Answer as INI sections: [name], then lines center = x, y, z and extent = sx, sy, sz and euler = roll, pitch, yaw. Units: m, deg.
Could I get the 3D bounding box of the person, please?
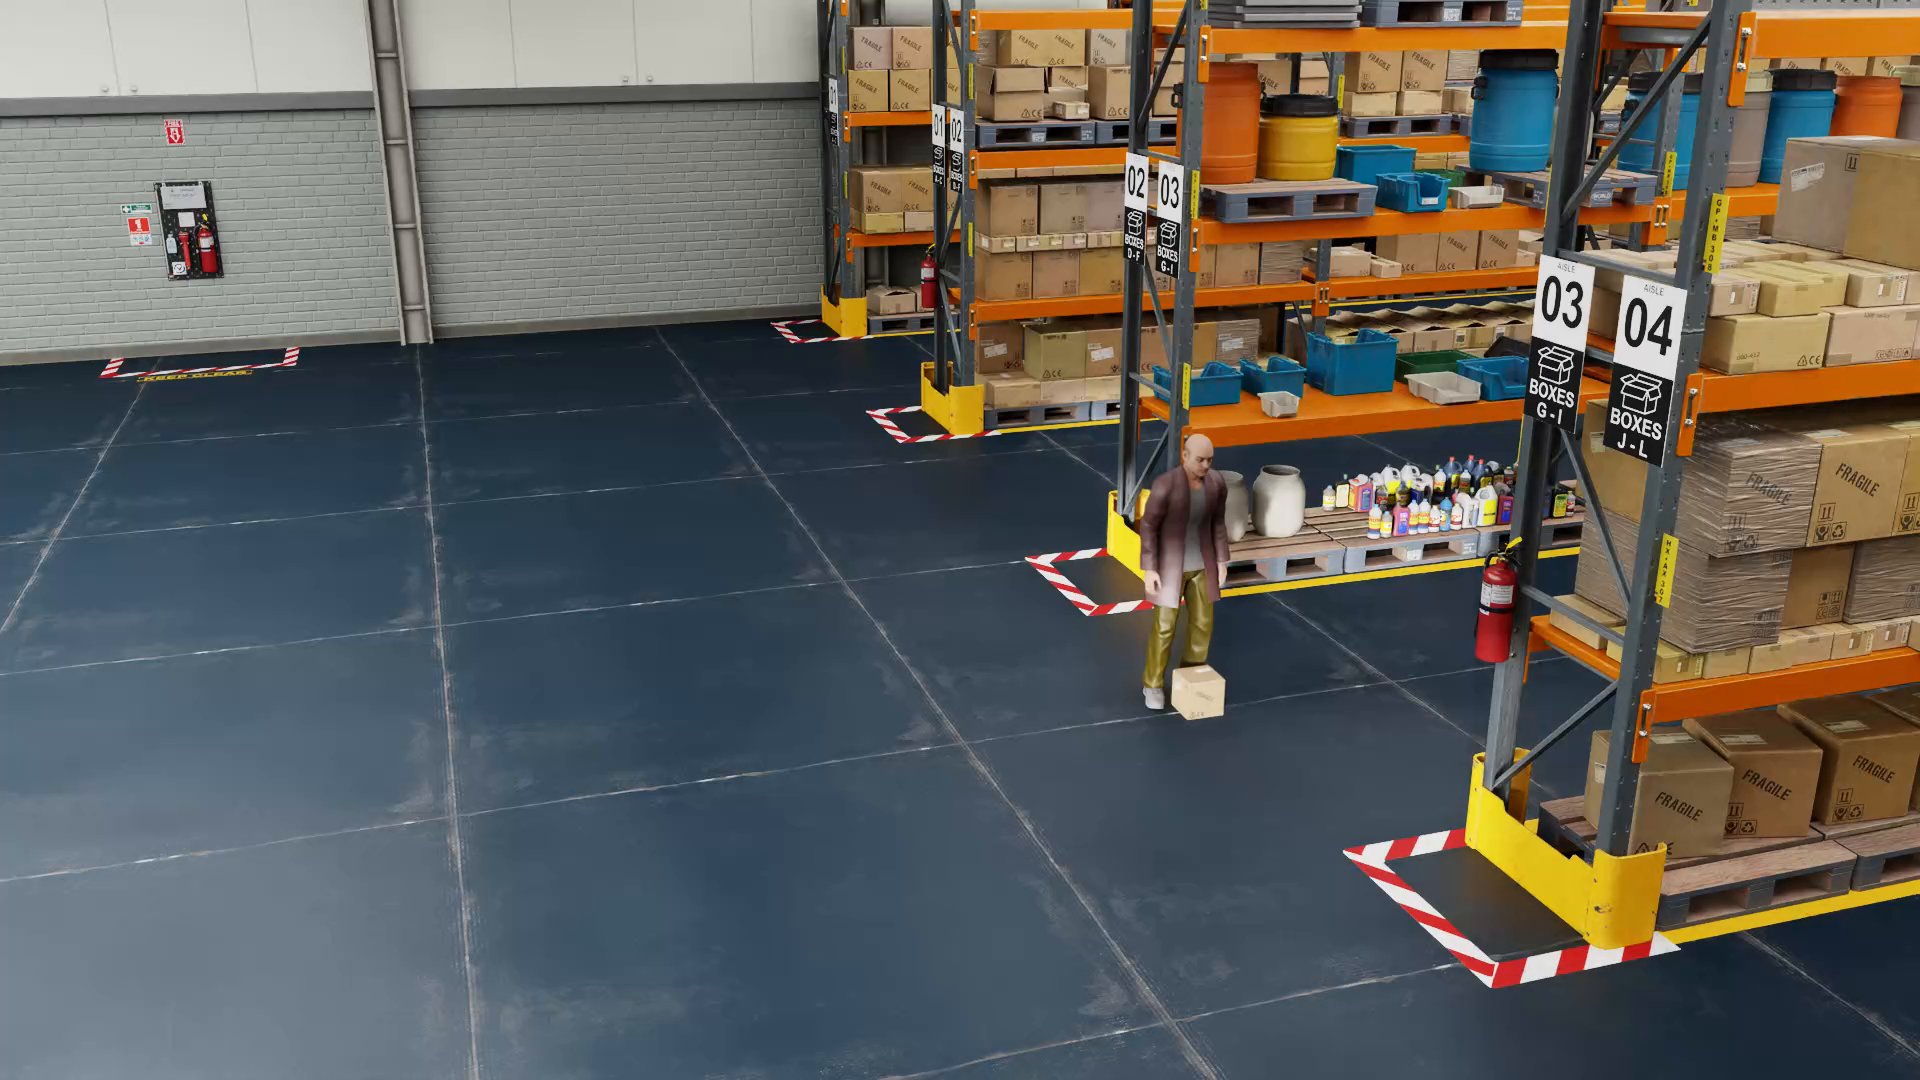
[person]
center = 1.436, 0.174, 10.583
extent = 0.643, 1.772, 0.429
euler = -7, 20, -20
